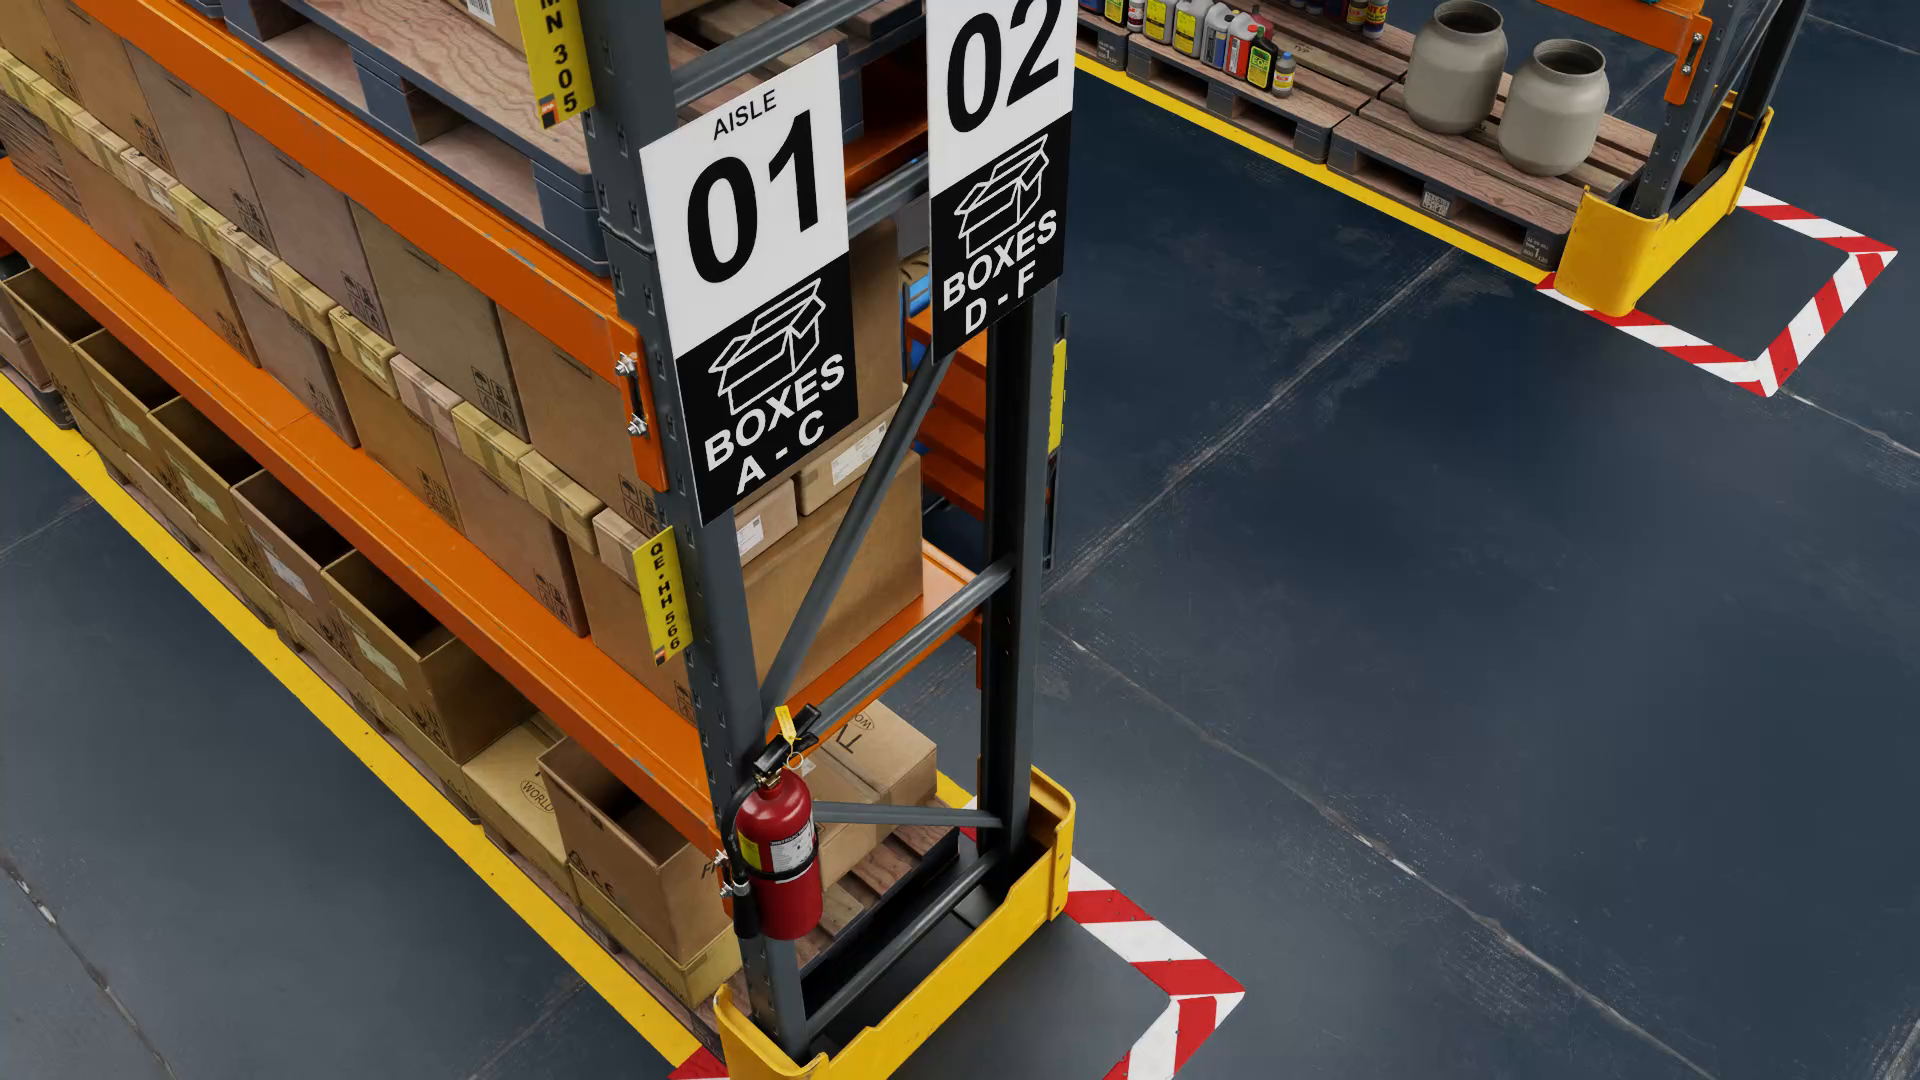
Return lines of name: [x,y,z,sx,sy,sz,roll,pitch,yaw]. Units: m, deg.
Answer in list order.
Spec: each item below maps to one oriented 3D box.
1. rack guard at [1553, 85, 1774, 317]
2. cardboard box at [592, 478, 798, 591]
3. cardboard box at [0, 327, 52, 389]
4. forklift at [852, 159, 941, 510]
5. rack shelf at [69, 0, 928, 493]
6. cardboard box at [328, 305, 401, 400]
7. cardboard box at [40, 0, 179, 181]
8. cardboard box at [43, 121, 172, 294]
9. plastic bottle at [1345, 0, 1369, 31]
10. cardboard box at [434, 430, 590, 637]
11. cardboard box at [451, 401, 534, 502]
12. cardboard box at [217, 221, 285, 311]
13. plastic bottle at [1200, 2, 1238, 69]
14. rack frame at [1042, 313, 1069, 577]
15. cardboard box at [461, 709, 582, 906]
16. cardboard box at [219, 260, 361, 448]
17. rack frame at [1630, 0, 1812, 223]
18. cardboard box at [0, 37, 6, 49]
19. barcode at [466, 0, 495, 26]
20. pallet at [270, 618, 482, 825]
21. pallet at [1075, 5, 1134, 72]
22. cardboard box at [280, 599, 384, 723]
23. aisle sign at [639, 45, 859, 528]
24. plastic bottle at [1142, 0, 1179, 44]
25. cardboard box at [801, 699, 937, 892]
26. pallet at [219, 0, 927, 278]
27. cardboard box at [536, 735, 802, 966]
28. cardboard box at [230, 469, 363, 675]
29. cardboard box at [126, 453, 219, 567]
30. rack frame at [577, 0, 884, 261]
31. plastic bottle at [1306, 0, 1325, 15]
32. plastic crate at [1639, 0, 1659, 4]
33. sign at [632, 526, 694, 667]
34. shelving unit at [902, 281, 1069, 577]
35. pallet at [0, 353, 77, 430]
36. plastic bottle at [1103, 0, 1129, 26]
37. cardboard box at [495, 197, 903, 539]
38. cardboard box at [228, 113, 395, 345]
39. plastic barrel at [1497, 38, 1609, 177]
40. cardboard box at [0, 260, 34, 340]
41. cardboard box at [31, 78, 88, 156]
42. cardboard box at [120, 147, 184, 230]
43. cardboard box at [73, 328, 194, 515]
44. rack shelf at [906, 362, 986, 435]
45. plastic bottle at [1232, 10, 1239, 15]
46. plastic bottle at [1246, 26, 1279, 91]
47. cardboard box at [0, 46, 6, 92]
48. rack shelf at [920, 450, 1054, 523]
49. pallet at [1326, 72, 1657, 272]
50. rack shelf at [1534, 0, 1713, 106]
rack guard: [3.098,-1.506,7.321,0.348,0.500,1.175,34,55,28]
cardboard box: [-0.587,-0.041,3.717,0.250,0.149,0.380,33,55,27]
cardboard box: [-3.617,-0.928,6.662,0.500,0.250,0.500,33,55,27]
forklift: [-1.187,-1.869,5.994,3.031,2.935,1.130,33,55,27]
rack shelf: [-1.646,-1.467,4.006,4.000,0.370,1.077,34,55,28]
cardboard box: [-1.345,-0.551,4.196,0.250,0.149,0.380,36,56,29]
cardboard box: [-2.046,-1.441,4.587,0.500,0.500,0.700,34,55,28]
cardboard box: [-2.394,-1.236,5.285,0.500,0.500,0.700,33,55,27]
plastic bottle: [1.988,-2.657,8.305,0.097,0.201,0.097,0,47,0]
cardboard box: [-0.900,-0.227,4.337,0.500,0.500,0.700,35,56,29]
cardboard box: [-0.968,-0.296,3.957,0.250,0.149,0.380,33,55,27]
cardboard box: [-1.728,-0.807,4.436,0.250,0.149,0.380,33,55,27]
plastic bottle: [1.270,-2.449,8.058,0.135,0.276,0.152,32,55,27]
rack frame: [0.259,-0.242,5.655,0.015,1.200,0.240,33,55,27]
cardboard box: [-1.147,0.752,5.084,0.500,0.250,0.500,34,55,28]
cardboard box: [-1.651,-0.734,4.813,0.500,0.500,0.700,36,56,29]
rack frame: [3.186,-2.349,6.398,0.127,3.000,1.000,34,55,28]
cardboard box: [-2.786,-1.938,5.053,0.500,0.500,0.700,34,56,28]
barcode: [-0.726,-0.814,2.501,0.075,0.075,0.001,34,55,28]
pallet: [-1.659,0.298,5.825,1.213,0.211,1.003,34,55,28]
pallet: [0.711,-3.018,8.939,1.213,0.211,1.003,34,55,28]
cardboard box: [-1.882,0.258,5.549,0.500,0.250,0.500,34,55,28]
aisle sign: [-0.328,-0.398,2.783,0.004,0.787,0.394,34,55,28]
plastic bottle: [1.009,-2.646,8.192,0.185,0.351,0.144,34,55,27]
cardboard box: [-0.420,0.715,5.119,0.500,0.250,0.500,34,55,28]
pallet: [-0.679,-1.058,3.189,1.213,0.211,1.003,34,55,28]
cardboard box: [-0.773,0.737,4.584,0.500,0.500,0.500,34,55,28]
cardboard box: [-1.884,0.003,5.273,0.500,0.500,0.500,34,55,28]
cardboard box: [-2.617,-0.236,6.012,0.500,0.250,0.500,34,55,28]
rack frame: [-0.177,-1.751,1.722,0.127,3.000,1.000,34,55,28]
plastic bottle: [1.813,-2.799,8.390,0.097,0.271,0.097,0,47,0]
plastic crate: [2.615,-2.386,6.534,0.616,0.251,0.499,34,55,28]
sign: [-0.555,0.109,3.134,0.005,0.325,0.100,34,55,28]
shelving unit: [0.078,-0.362,5.767,0.503,1.200,0.258,33,55,27]
pallet: [-3.684,-1.064,7.105,1.213,0.211,1.003,34,55,28]
plastic bottle: [0.790,-2.729,8.317,0.061,0.283,0.133,-36,56,-29]
cardboard box: [-0.550,-0.440,3.647,0.500,0.500,0.700,34,55,28]
cardboard box: [-1.311,-0.946,4.122,0.500,0.500,0.700,34,56,28]
plastic barrel: [2.650,-1.926,7.419,0.421,0.512,0.421,0,47,0]
cardboard box: [-3.608,-1.117,6.454,0.500,0.311,0.500,34,55,28]
cardboard box: [-2.481,-1.315,4.914,0.250,0.149,0.380,33,55,27]
cardboard box: [-2.100,-1.060,4.674,0.250,0.149,0.380,32,55,27]
cardboard box: [-2.615,-0.495,5.741,0.500,0.500,0.500,34,55,28]
rack shelf: [0.078,-0.469,5.653,0.480,0.148,0.258,33,55,27]
plastic bottle: [1.341,-2.499,8.157,0.097,0.201,0.097,0,47,0]
plastic bottle: [1.440,-2.291,7.905,0.133,0.283,0.061,35,56,28]
cardboard box: [-2.865,-1.571,5.154,0.250,0.149,0.380,35,56,28]
rack shelf: [0.078,-0.180,5.960,0.480,0.148,0.258,33,55,27]
pallet: [2.504,-1.812,7.806,1.213,0.211,1.003,34,55,28]
rack shelf: [1.716,-3.092,7.589,4.000,0.370,1.077,34,55,28]
